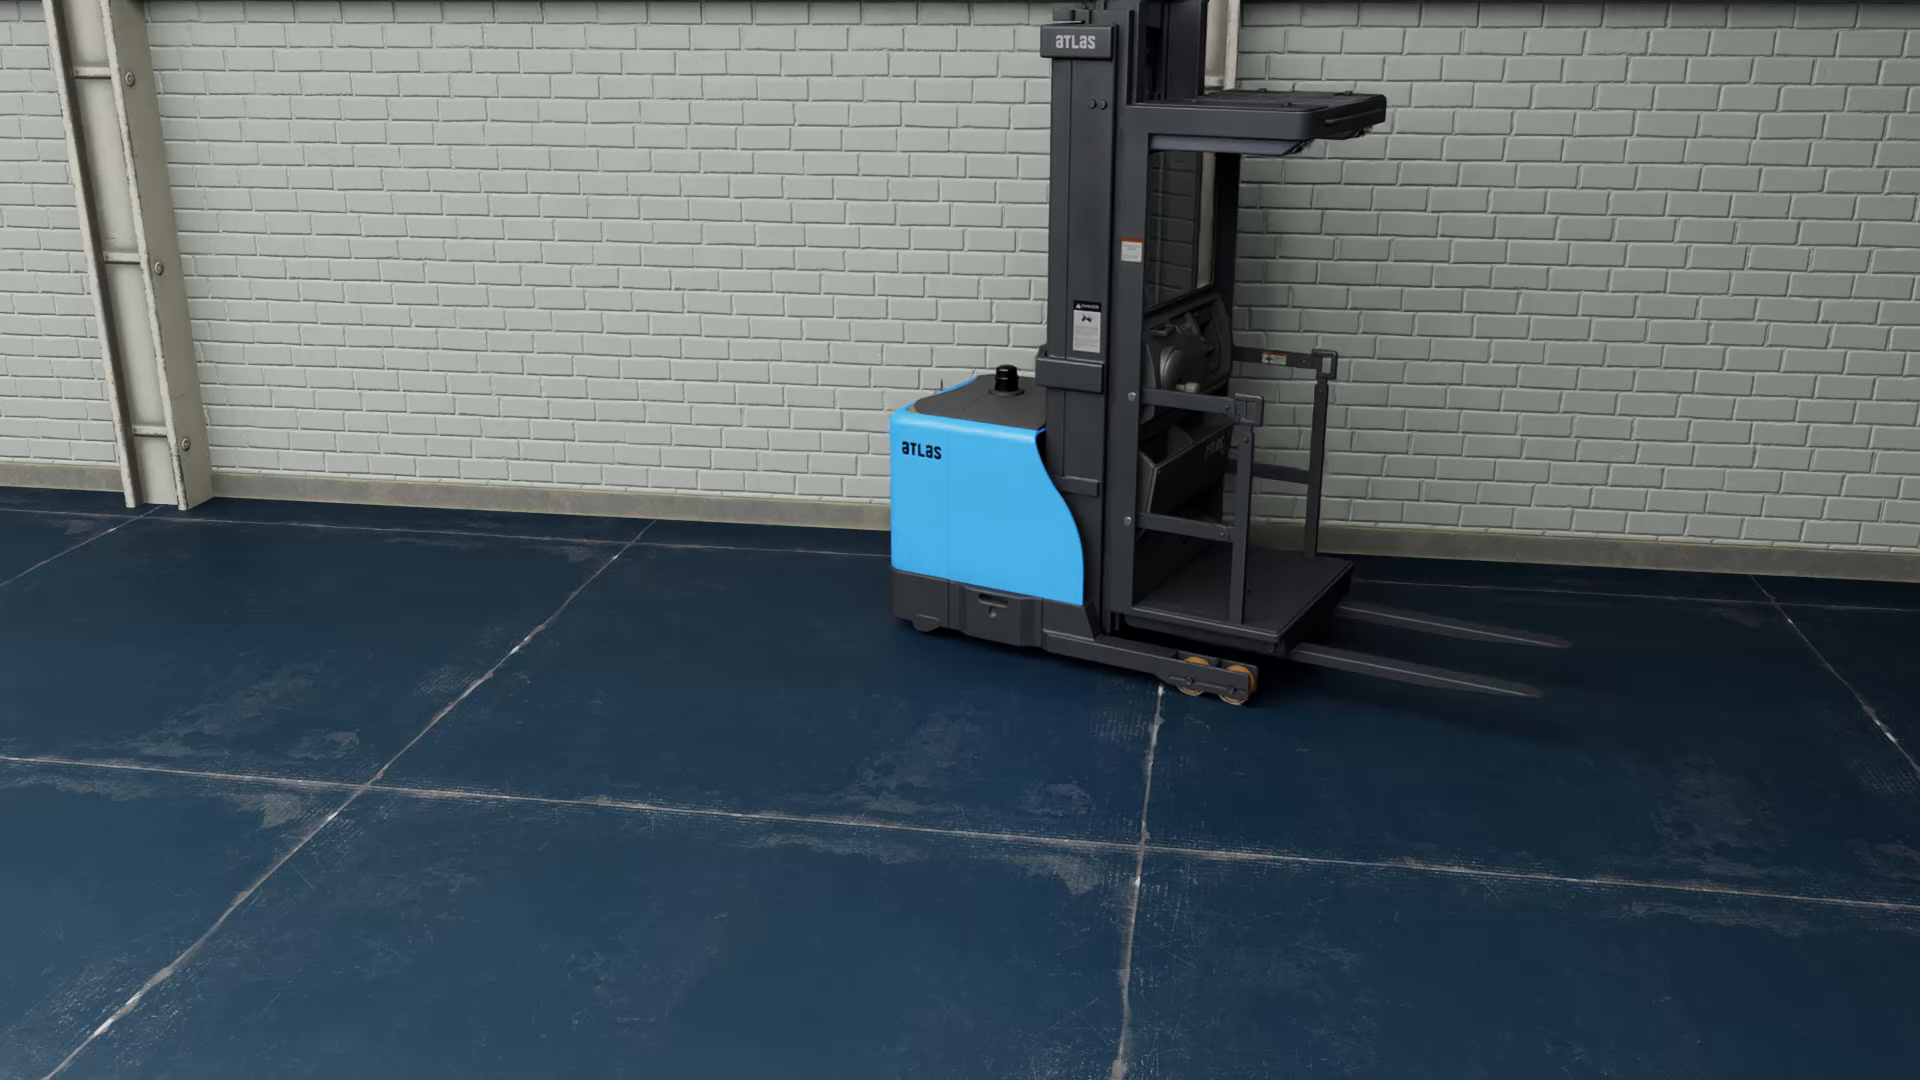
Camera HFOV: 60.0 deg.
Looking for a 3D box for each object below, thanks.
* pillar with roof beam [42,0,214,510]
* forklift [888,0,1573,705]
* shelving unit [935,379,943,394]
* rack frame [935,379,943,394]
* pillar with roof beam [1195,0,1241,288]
[{"bbox_3d":[-5.425,-3.154,4.547,0.400,9.000,9.100,3,19,9],"label":"pillar with roof beam"},{"bbox_3d":[1.194,-0.872,7.289,3.031,2.935,1.130,10,21,28],"label":"forklift"},{"bbox_3d":[-0.013,-0.412,9.115,0.210,0.900,0.258,3,19,7],"label":"shelving unit"},{"bbox_3d":[-0.114,-0.416,9.128,0.006,0.900,0.240,3,19,7],"label":"rack frame"},{"bbox_3d":[0.499,-2.852,3.644,0.400,9.000,9.100,3,19,9],"label":"pillar with roof beam"}]
